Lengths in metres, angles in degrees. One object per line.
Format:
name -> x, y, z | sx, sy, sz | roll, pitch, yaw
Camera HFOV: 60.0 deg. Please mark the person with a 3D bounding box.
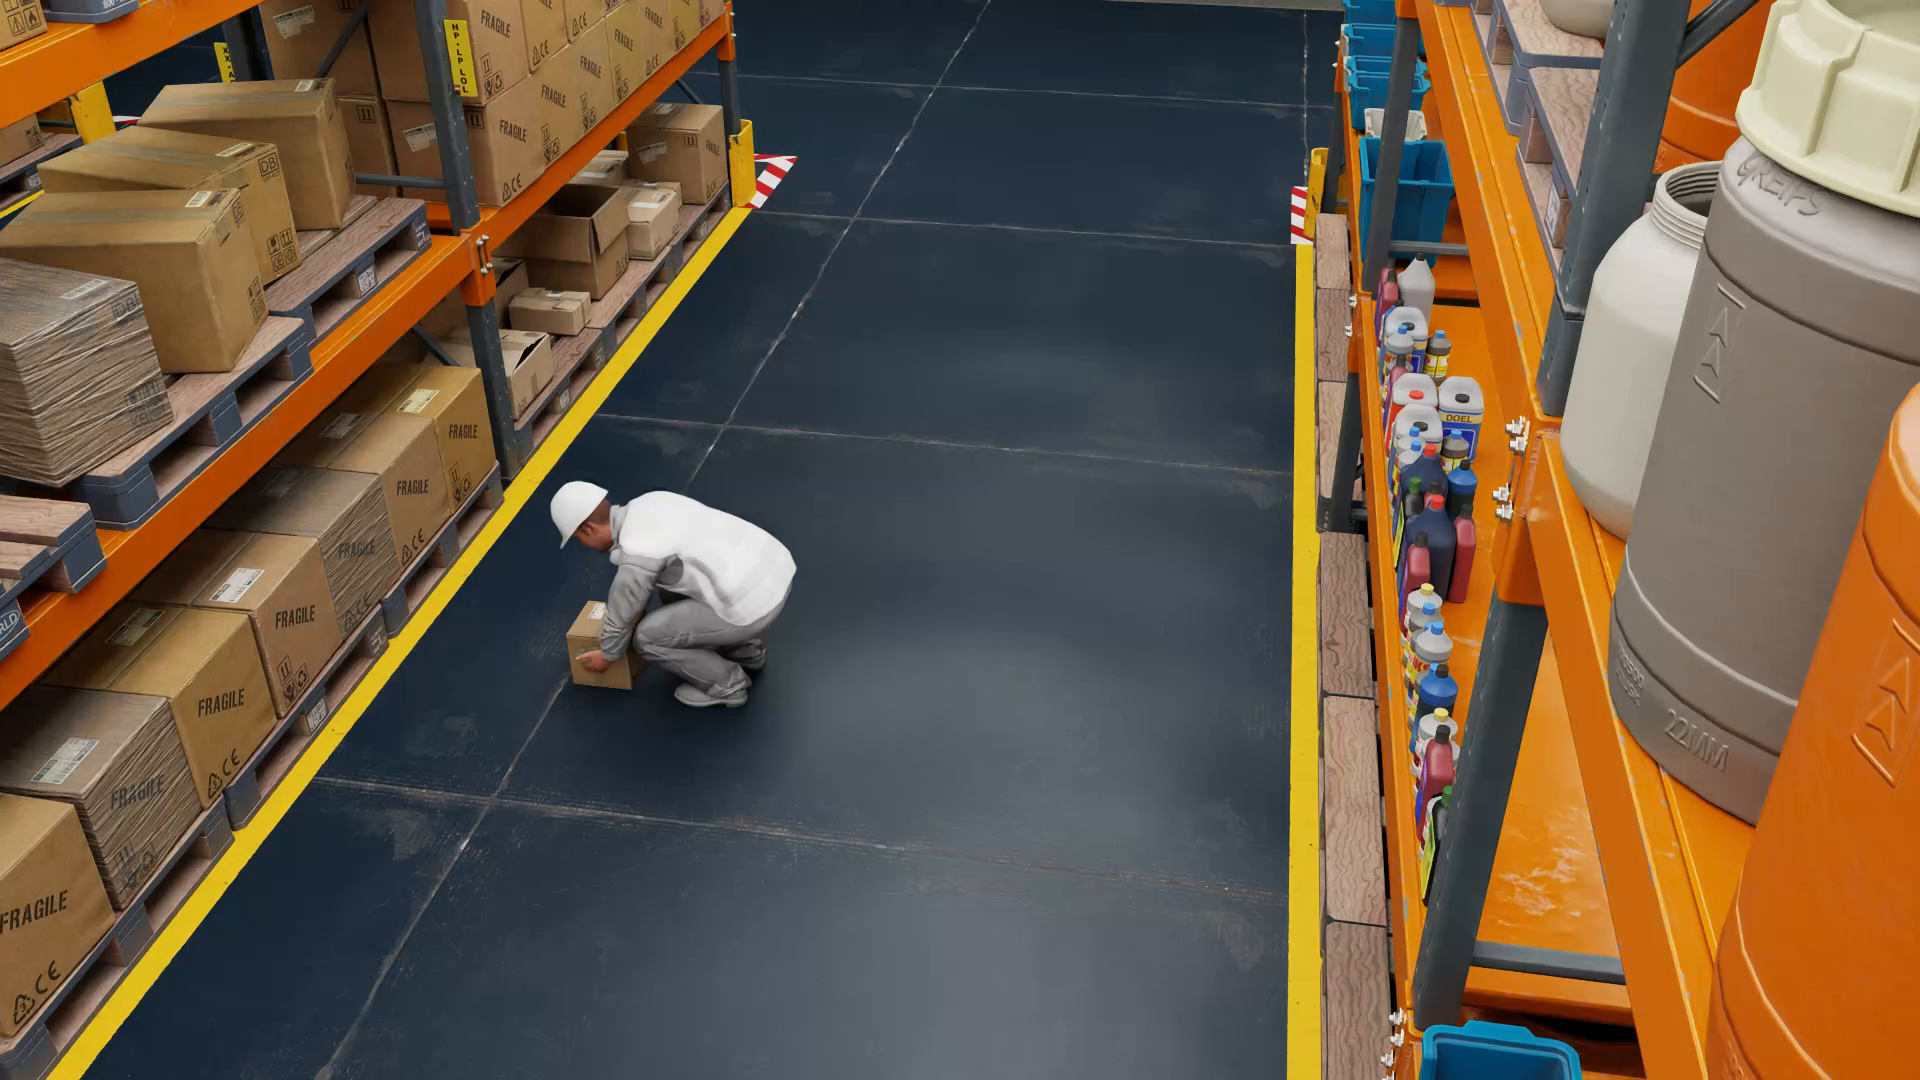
person -> -1.123, 0.186, 6.614 | 0.913, 0.930, 0.538 | 5, 33, 8
